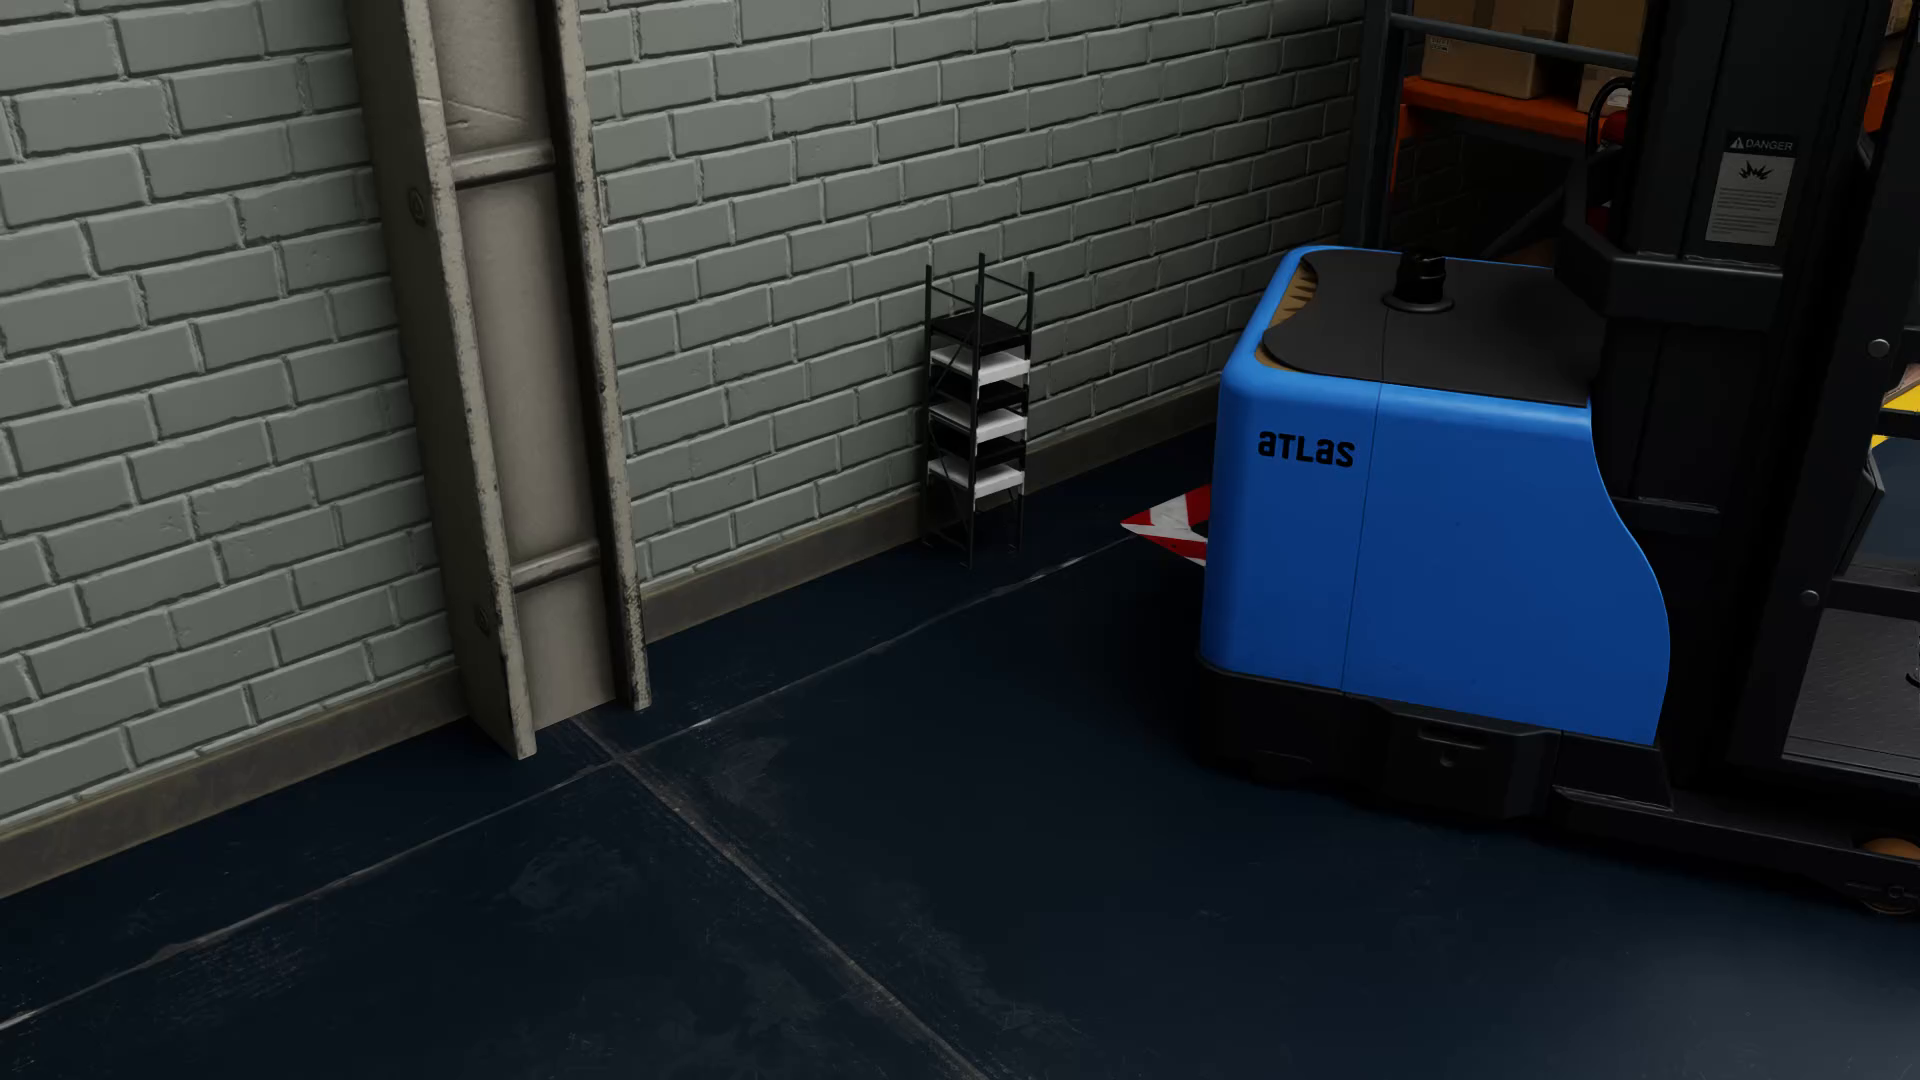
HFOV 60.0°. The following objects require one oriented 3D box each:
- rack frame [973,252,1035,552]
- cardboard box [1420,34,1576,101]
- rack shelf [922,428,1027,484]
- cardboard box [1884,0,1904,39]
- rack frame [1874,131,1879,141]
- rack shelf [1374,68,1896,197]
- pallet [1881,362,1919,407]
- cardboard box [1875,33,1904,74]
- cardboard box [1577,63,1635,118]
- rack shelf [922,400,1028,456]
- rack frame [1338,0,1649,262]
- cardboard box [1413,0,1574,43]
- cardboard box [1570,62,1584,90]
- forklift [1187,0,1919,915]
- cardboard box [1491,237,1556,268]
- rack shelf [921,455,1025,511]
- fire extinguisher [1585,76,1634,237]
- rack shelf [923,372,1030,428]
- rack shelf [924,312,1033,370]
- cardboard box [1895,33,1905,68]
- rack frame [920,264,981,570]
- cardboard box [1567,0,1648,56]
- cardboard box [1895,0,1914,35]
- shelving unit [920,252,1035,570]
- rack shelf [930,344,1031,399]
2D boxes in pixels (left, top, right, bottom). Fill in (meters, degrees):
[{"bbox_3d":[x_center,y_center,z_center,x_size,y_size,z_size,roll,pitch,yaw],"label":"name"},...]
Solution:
[{"bbox_3d":[0.124,-0.409,5.060,0.006,0.900,0.240,-19,34,-36],"label":"rack frame"},{"bbox_3d":[1.646,-1.469,5.082,0.250,0.149,0.380,-22,35,-35],"label":"cardboard box"},{"bbox_3d":[0.042,-0.271,5.056,0.200,0.077,0.258,-19,34,-36],"label":"rack shelf"},{"bbox_3d":[2.471,-1.643,4.986,0.500,0.250,0.500,-21,35,-34],"label":"cardboard box"},{"bbox_3d":[4.611,-2.606,6.943,0.127,3.000,1.000,-22,35,-35],"label":"rack frame"},{"bbox_3d":[3.089,-1.676,5.968,4.000,0.370,1.077,-22,35,-35],"label":"rack shelf"},{"bbox_3d":[3.159,-0.791,6.506,1.213,0.211,1.003,-22,35,-35],"label":"pallet"},{"bbox_3d":[2.767,-1.599,5.326,0.250,0.149,0.380,-21,35,-34],"label":"cardboard box"},{"bbox_3d":[1.996,-1.273,4.717,0.250,0.149,0.380,-22,35,-35],"label":"cardboard box"},{"bbox_3d":[0.045,-0.352,5.016,0.200,0.077,0.258,-19,34,-36],"label":"rack shelf"},{"bbox_3d":[1.568,-1.382,4.653,0.127,3.000,1.000,-22,35,-35],"label":"rack frame"},{"bbox_3d":[1.745,-1.683,5.060,0.500,0.250,0.500,-21,34,-34],"label":"cardboard box"},{"bbox_3d":[1.879,-1.524,5.186,0.250,0.149,0.380,-21,34,-34],"label":"cardboard box"},{"bbox_3d":[2.146,-0.715,3.477,3.031,2.935,1.130,9,29,17],"label":"forklift"},{"bbox_3d":[2.095,-0.619,5.429,0.637,0.503,0.797,-24,36,-37],"label":"cardboard box"},{"bbox_3d":[0.040,-0.191,5.097,0.200,0.077,0.258,-19,34,-36],"label":"rack shelf"},{"bbox_3d":[1.756,-0.973,4.365,0.183,0.674,0.296,-22,35,-35],"label":"fire extinguisher"},{"bbox_3d":[0.047,-0.432,4.975,0.200,0.077,0.258,-19,34,-36],"label":"rack shelf"},{"bbox_3d":[0.053,-0.593,4.894,0.200,0.077,0.258,-19,34,-36],"label":"rack shelf"},{"bbox_3d":[3.008,-1.650,5.421,0.250,0.149,0.380,-23,36,-36],"label":"cardboard box"},{"bbox_3d":[-0.032,-0.354,4.941,0.006,0.900,0.240,-19,34,-36],"label":"rack frame"},{"bbox_3d":[2.088,-1.489,4.698,0.500,0.250,0.500,-22,35,-35],"label":"cardboard box"},{"bbox_3d":[2.855,-1.800,5.279,0.500,0.250,0.500,-23,36,-36],"label":"cardboard box"},{"bbox_3d":[0.046,-0.381,5.001,0.210,0.900,0.258,-19,34,-36],"label":"shelving unit"},{"bbox_3d":[0.050,-0.512,4.935,0.200,0.077,0.258,-19,34,-36],"label":"rack shelf"}]
